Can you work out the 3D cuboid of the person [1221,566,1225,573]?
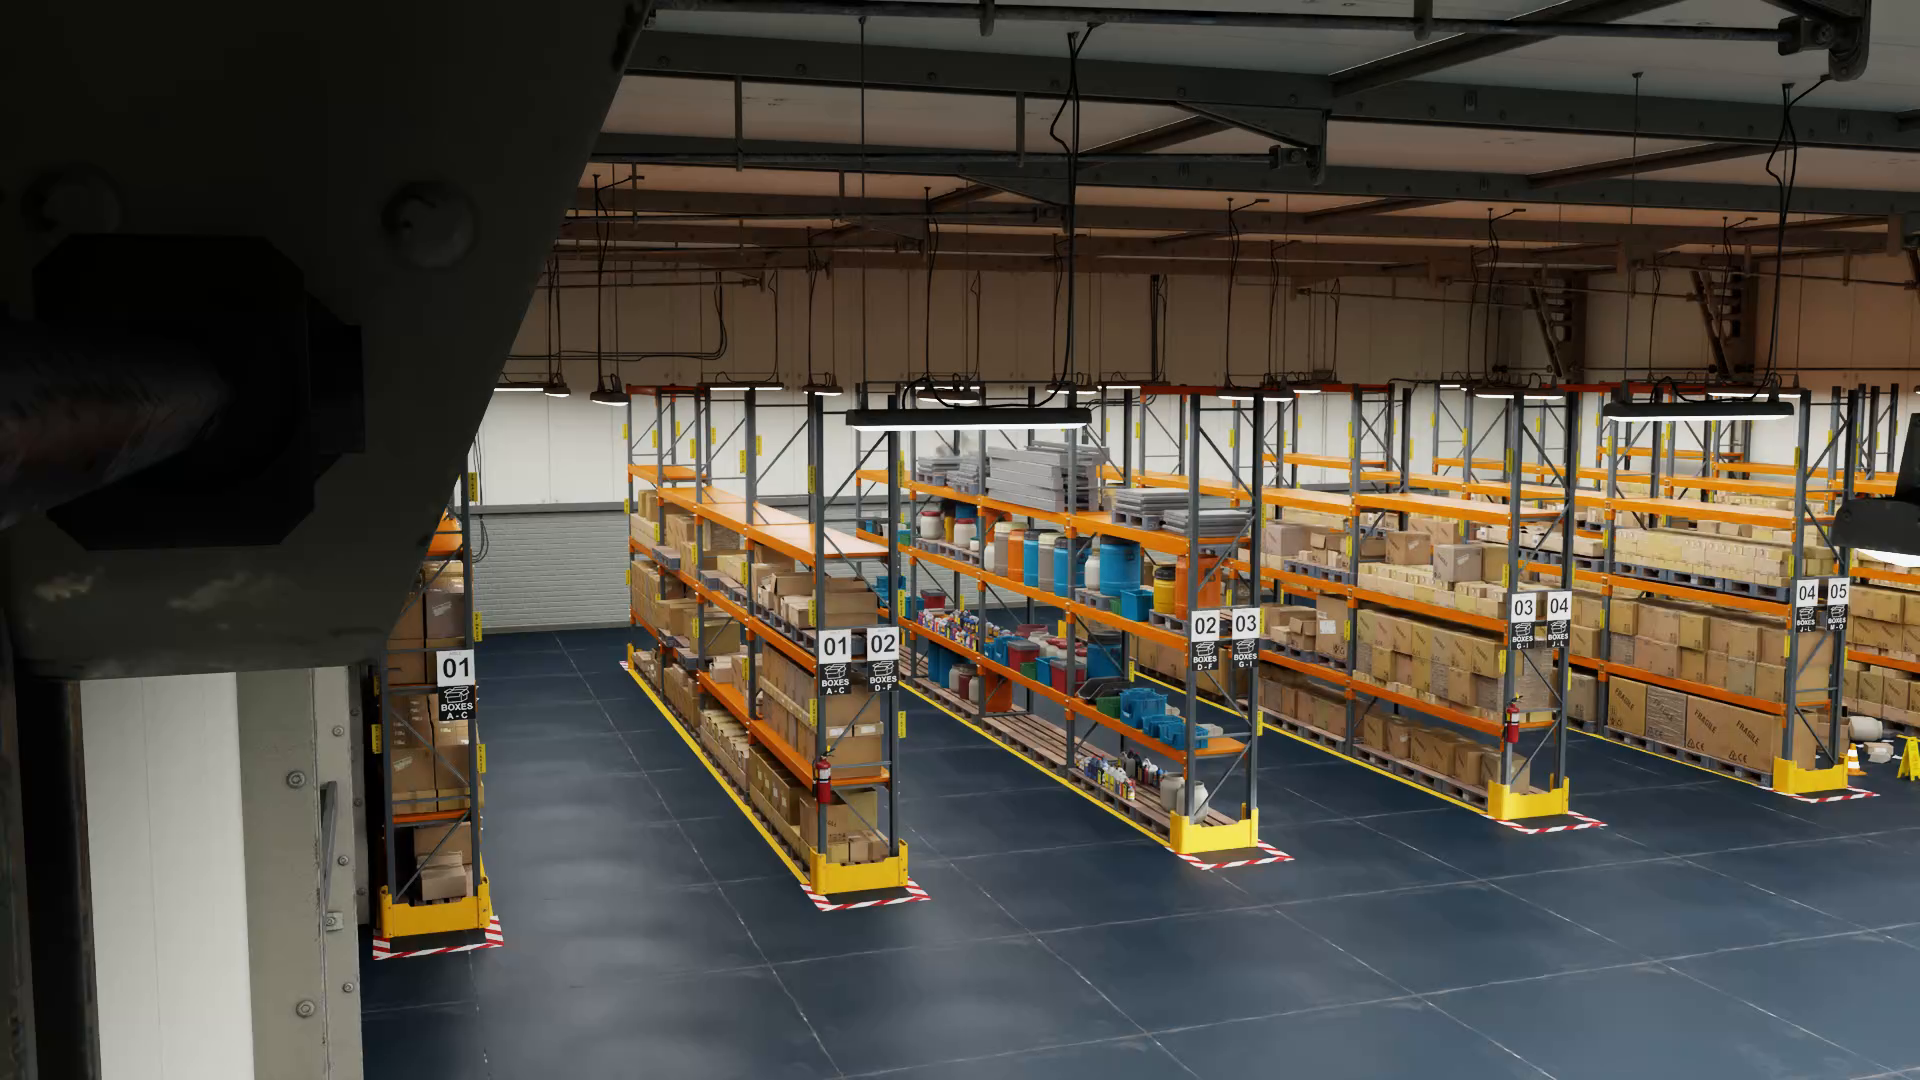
[{"bbox_3d":[6.043,1.440,39.053,0.744,1.791,0.675,0,6,2],"label":"person"}]
